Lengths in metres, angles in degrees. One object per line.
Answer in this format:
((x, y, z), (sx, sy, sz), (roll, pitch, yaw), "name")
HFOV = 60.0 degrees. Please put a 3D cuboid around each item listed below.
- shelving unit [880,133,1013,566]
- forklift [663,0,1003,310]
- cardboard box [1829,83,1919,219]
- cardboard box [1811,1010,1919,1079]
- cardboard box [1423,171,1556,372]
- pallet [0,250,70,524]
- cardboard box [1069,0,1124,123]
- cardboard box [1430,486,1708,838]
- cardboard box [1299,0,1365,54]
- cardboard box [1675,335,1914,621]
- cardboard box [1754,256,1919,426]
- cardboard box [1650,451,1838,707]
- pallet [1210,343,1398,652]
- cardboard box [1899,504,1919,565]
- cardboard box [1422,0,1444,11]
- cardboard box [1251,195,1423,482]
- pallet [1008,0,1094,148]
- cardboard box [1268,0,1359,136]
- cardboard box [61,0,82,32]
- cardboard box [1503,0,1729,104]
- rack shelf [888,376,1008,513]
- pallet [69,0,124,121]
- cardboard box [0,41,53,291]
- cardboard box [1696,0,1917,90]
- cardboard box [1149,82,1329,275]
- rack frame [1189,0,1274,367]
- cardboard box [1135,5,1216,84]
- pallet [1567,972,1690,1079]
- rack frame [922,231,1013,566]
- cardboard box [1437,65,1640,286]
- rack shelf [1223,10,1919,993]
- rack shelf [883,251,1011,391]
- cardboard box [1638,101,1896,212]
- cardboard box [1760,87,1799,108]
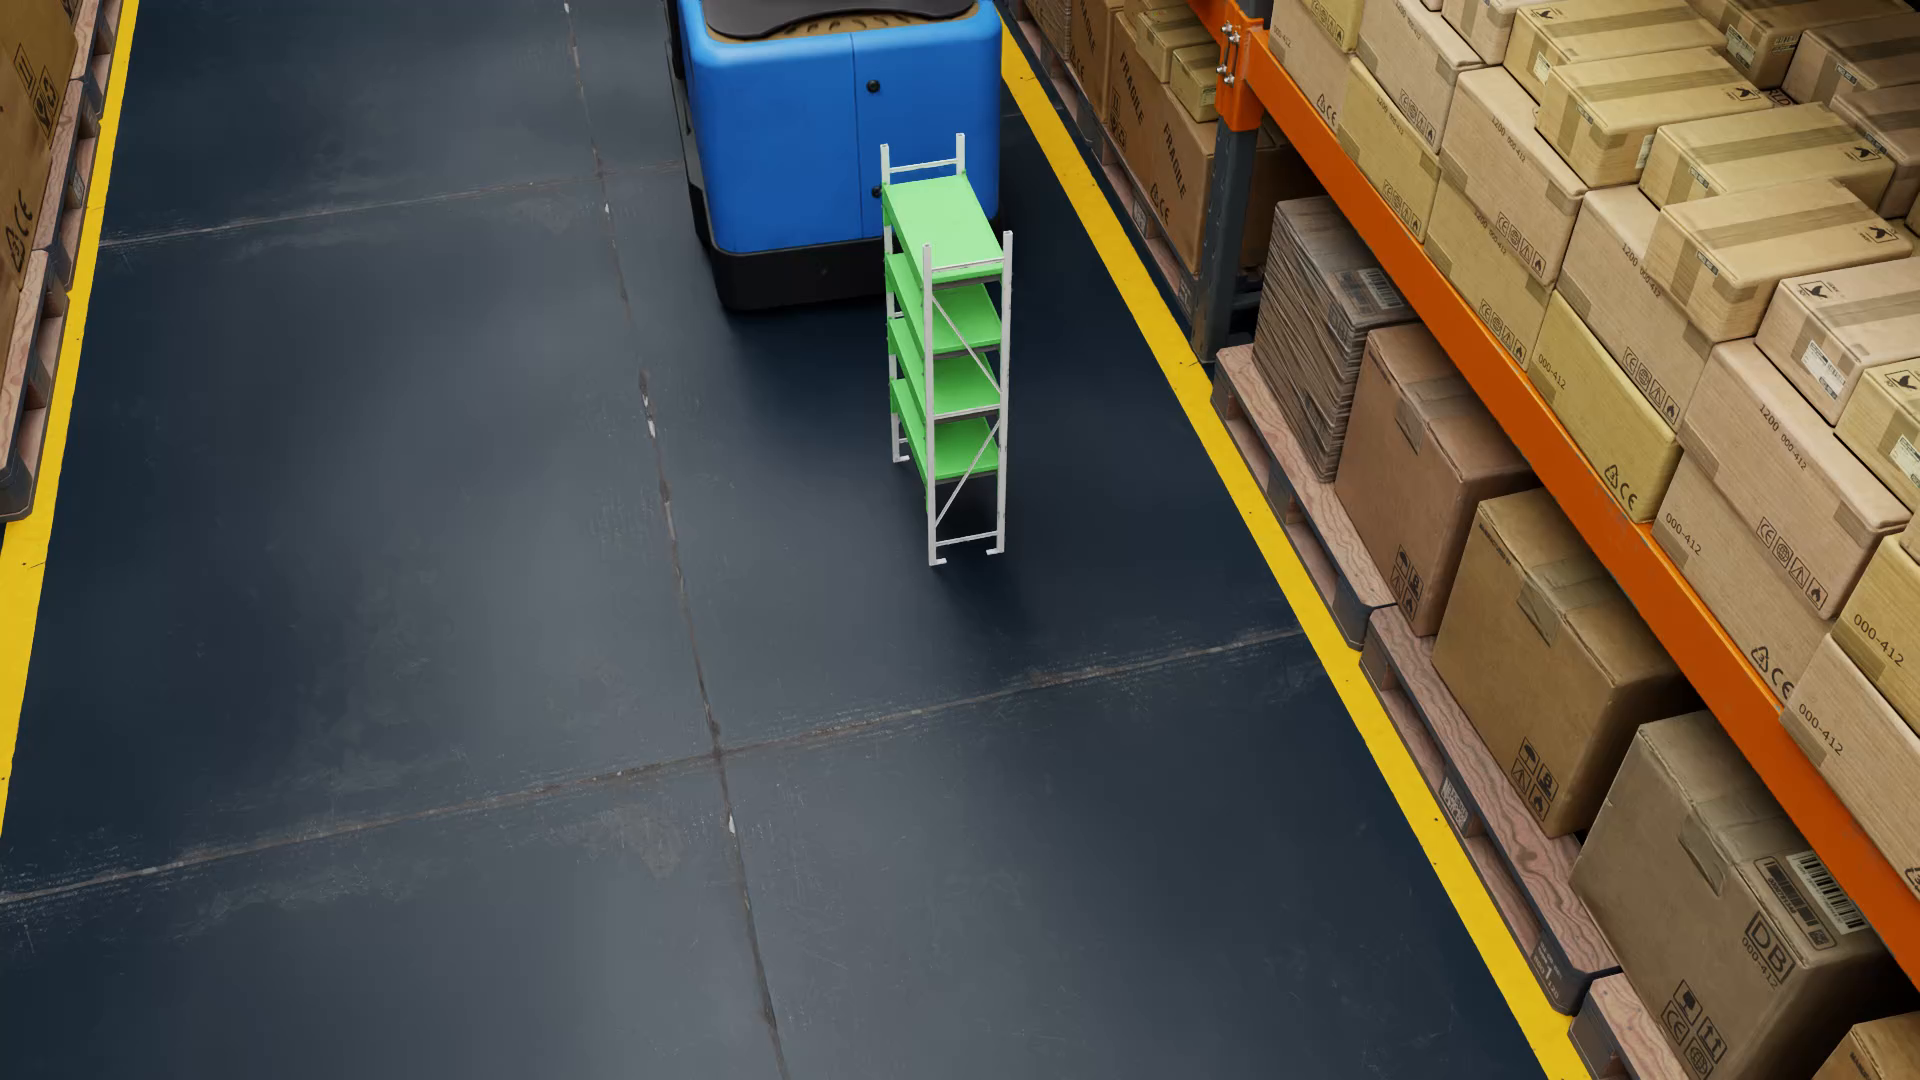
((-0.042, -0.534, 4.933), (0.258, 1.200, 0.503), (-11, 47, -10), "shelving unit")
((-0.653, -2.918, 6.058), (1.130, 2.935, 3.031), (-9, 46, -8), "forklift")
((2.008, -0.812, 3.421), (0.380, 0.149, 0.250), (-9, 46, -9), "cardboard box")
((2.197, 1.294, 3.251), (0.875, 0.625, 0.625), (-9, 46, -9), "cardboard box")
((1.458, -0.688, 3.929), (0.500, 0.250, 0.500), (-12, 47, -12), "cardboard box")
((-3.609, -0.466, 5.559), (1.003, 0.211, 1.213), (-11, 47, -10), "pallet")
((0.747, -2.027, 6.592), (0.500, 0.500, 0.500), (-9, 46, -9), "cardboard box")
((1.812, 0.238, 4.285), (0.875, 0.625, 0.625), (-12, 47, -12), "cardboard box")
((1.171, -1.561, 4.435), (0.500, 0.250, 0.500), (-11, 47, -10), "cardboard box")
((1.705, -0.155, 3.057), (0.500, 0.250, 0.500), (-10, 46, -10), "cardboard box")
((1.684, -0.367, 2.985), (0.380, 0.149, 0.250), (-10, 46, -10), "cardboard box")
((1.728, 0.025, 3.230), (0.500, 0.250, 0.500), (-10, 47, -10), "cardboard box")
((1.491, -0.243, 5.340), (1.003, 0.211, 1.213), (-11, 47, -10), "pallet")
((1.749, -0.001, 2.626), (0.380, 0.149, 0.250), (-12, 47, -12), "cardboard box")
((1.275, -1.425, 4.022), (0.380, 0.149, 0.250), (-10, 46, -9), "cardboard box")
((1.464, -0.677, 5.182), (0.875, 0.625, 0.625), (-9, 46, -9), "cardboard box")
((0.854, -2.181, 7.240), (1.003, 0.211, 1.213), (-11, 47, -10), "pallet")
((1.195, -1.391, 4.618), (0.500, 0.250, 0.500), (-11, 47, -10), "cardboard box")
((-4.268, -2.635, 6.926), (0.875, 0.875, 0.875), (-9, 46, -9), "cardboard box")
((1.447, -1.079, 3.683), (0.380, 0.149, 0.250), (-10, 46, -10), "cardboard box")
((-0.042, -0.322, 5.151), (0.258, 0.148, 0.480), (-11, 47, -10), "rack shelf")
((-4.233, -2.151, 7.210), (1.003, 0.211, 1.213), (-11, 47, -10), "pallet")
((-3.801, -1.396, 5.711), (0.875, 0.875, 0.875), (-10, 46, -10), "cardboard box")
((1.901, -1.167, 3.769), (0.380, 0.149, 0.250), (-11, 47, -11), "cardboard box")
((1.002, -1.319, 5.898), (0.500, 0.500, 0.500), (-9, 46, -9), "cardboard box")
((1.318, -1.794, 4.908), (1.000, 3.000, 0.127), (-11, 47, -10), "rack frame")
((0.847, -1.771, 5.887), (0.380, 0.149, 0.250), (-13, 47, -12), "cardboard box")
((2.115, 1.442, 3.689), (1.003, 0.211, 1.213), (-11, 47, -10), "pallet")
((0.020, -0.366, 4.768), (0.240, 1.200, 0.015), (-11, 47, -10), "rack frame")
((1.439, -0.855, 3.743), (0.500, 0.250, 0.500), (-12, 47, -11), "cardboard box")
((1.830, -0.161, 3.812), (1.077, 0.370, 4.000), (-11, 47, -10), "rack shelf")
((-0.042, -0.658, 4.808), (0.258, 0.148, 0.480), (-11, 47, -10), "rack shelf")
((1.615, -0.731, 3.342), (0.380, 0.149, 0.250), (-11, 47, -10), "cardboard box")
((1.959, -0.958, 3.844), (0.500, 0.250, 0.500), (-11, 47, -11), "cardboard box")
